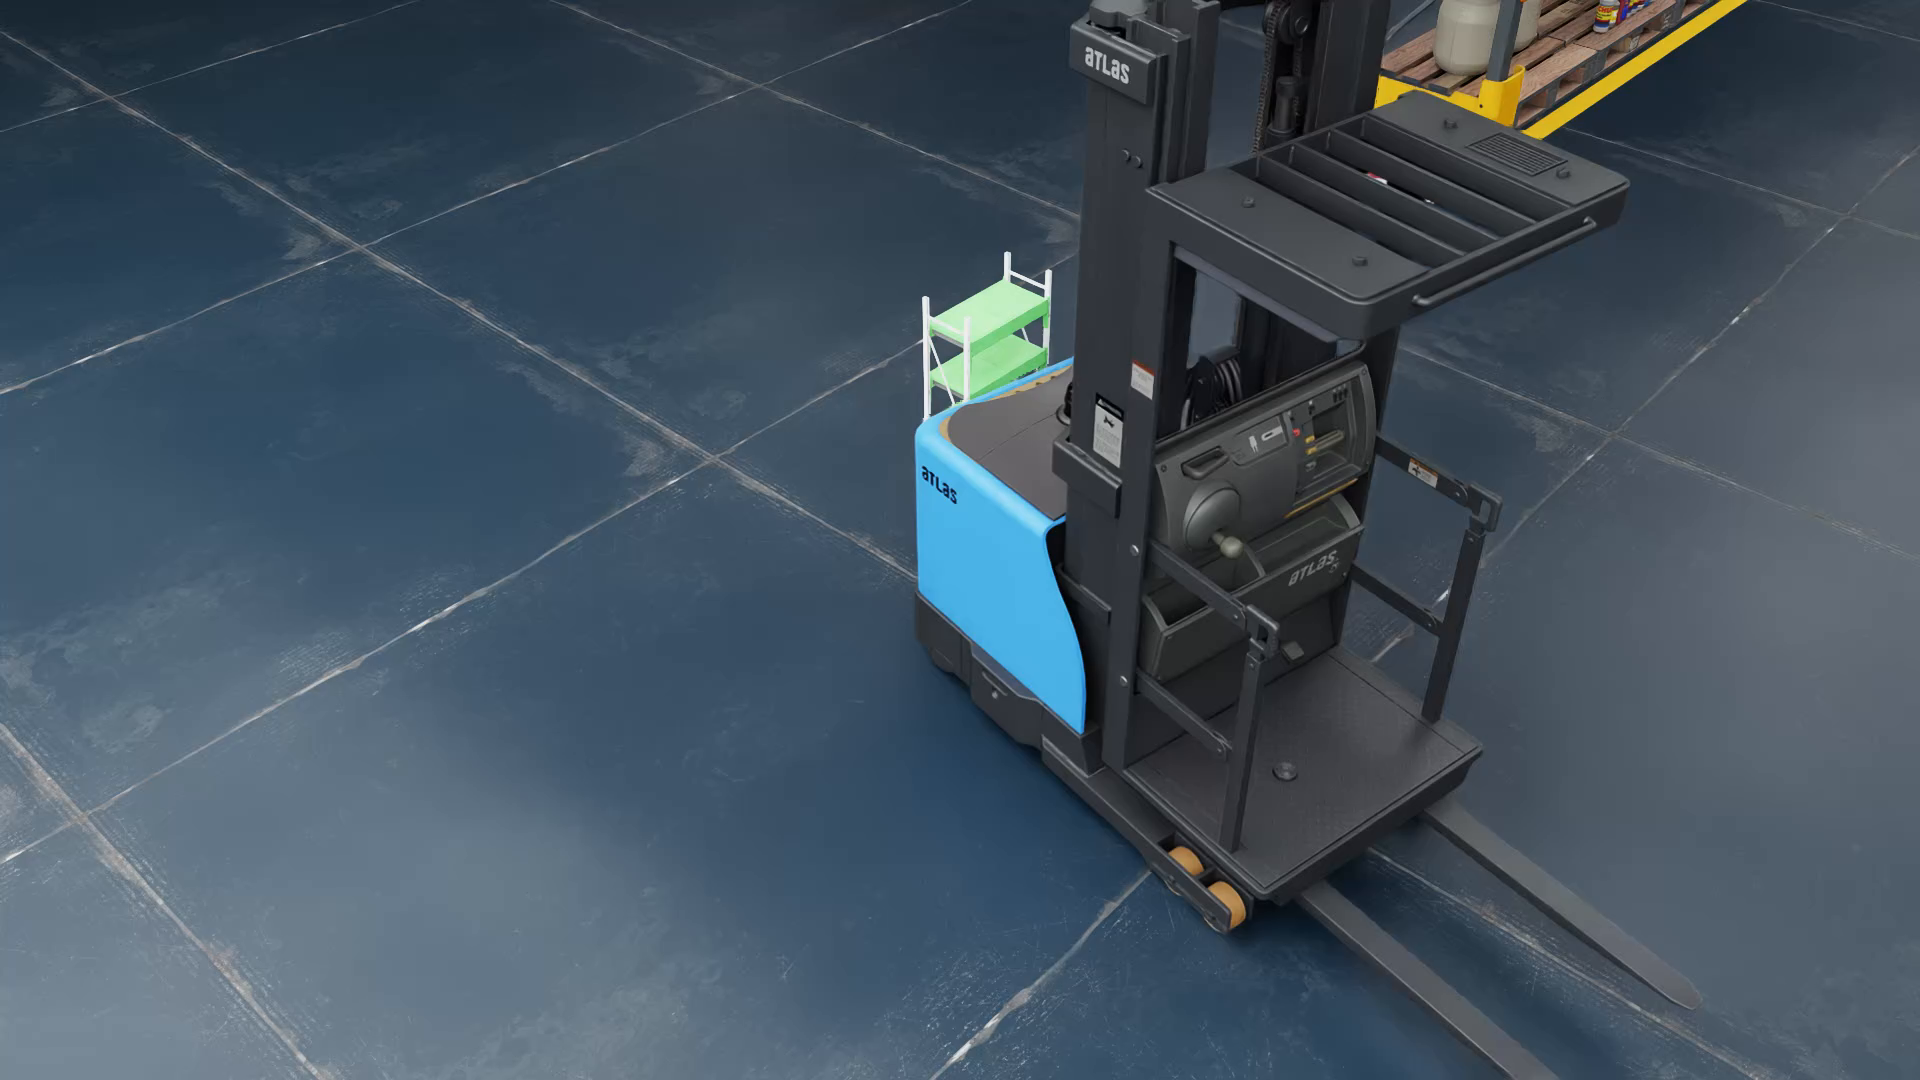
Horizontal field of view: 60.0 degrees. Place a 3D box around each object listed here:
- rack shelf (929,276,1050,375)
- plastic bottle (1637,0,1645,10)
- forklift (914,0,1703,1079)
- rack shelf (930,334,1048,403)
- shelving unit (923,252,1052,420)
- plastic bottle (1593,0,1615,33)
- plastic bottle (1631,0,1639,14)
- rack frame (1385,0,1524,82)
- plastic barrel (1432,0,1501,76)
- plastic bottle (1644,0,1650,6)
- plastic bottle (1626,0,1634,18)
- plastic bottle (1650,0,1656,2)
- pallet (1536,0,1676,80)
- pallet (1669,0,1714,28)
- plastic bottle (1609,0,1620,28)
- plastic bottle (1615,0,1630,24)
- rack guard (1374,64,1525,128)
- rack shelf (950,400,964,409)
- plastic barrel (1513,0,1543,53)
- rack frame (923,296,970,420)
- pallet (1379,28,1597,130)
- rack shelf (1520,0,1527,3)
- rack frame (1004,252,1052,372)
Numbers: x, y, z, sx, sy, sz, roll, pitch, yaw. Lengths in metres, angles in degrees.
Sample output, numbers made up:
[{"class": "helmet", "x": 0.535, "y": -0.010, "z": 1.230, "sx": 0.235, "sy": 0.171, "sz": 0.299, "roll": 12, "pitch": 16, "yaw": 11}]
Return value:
[{"class": "rack shelf", "x": 0.112, "y": -0.871, "z": 6.713, "sx": 0.258, "sy": 0.148, "sz": 0.480, "roll": 30, "pitch": 47, "yaw": 32}, {"class": "plastic bottle", "x": 4.689, "y": -3.772, "z": 11.479, "sx": 0.097, "sy": 0.201, "sz": 0.097, "roll": 0, "pitch": 38, "yaw": 0}, {"class": "forklift", "x": 1.108, "y": -0.182, "z": 5.124, "sx": 1.130, "sy": 2.935, "sz": 3.031, "roll": -25, "pitch": 45, "yaw": -28}, {"class": "rack shelf", "x": 0.112, "y": -0.684, "z": 6.863, "sx": 0.258, "sy": 0.148, "sz": 0.480, "roll": 30, "pitch": 47, "yaw": 32}, {"class": "shelving unit", "x": 0.112, "y": -0.546, "z": 6.972, "sx": 0.258, "sy": 1.200, "sz": 0.503, "roll": 30, "pitch": 47, "yaw": 32}, {"class": "plastic bottle", "x": 4.323, "y": -3.551, "z": 11.144, "sx": 0.097, "sy": 0.271, "sz": 0.097, "roll": 0, "pitch": 38, "yaw": 0}, {"class": "plastic bottle", "x": 4.622, "y": -3.754, "z": 11.400, "sx": 0.097, "sy": 0.271, "sz": 0.097, "roll": 0, "pitch": 38, "yaw": 0}, {"class": "rack frame", "x": 2.870, "y": -3.744, "z": 9.549, "sx": 1.000, "sy": 3.000, "sz": 0.127, "roll": 30, "pitch": 47, "yaw": 32}, {"class": "plastic barrel", "x": 3.258, "y": -3.270, "z": 10.613, "sx": 0.421, "sy": 0.512, "sz": 0.421, "roll": 0, "pitch": 38, "yaw": 0}, {"class": "plastic bottle", "x": 4.759, "y": -3.847, "z": 11.517, "sx": 0.097, "sy": 0.271, "sz": 0.097, "roll": 0, "pitch": 38, "yaw": 0}, {"class": "plastic bottle", "x": 4.554, "y": -3.708, "z": 11.342, "sx": 0.097, "sy": 0.271, "sz": 0.097, "roll": 0, "pitch": 38, "yaw": 0}, {"class": "plastic bottle", "x": 4.827, "y": -3.867, "z": 11.598, "sx": 0.097, "sy": 0.201, "sz": 0.097, "roll": 0, "pitch": 38, "yaw": 0}, {"class": "pallet", "x": 4.262, "y": -3.637, "z": 11.654, "sx": 1.003, "sy": 0.211, "sz": 1.213, "roll": 30, "pitch": 47, "yaw": 32}, {"class": "pallet", "x": 5.085, "y": -4.200, "z": 12.362, "sx": 1.003, "sy": 0.211, "sz": 1.213, "roll": 30, "pitch": 47, "yaw": 32}, {"class": "plastic bottle", "x": 4.393, "y": -3.571, "z": 11.226, "sx": 0.097, "sy": 0.201, "sz": 0.097, "roll": 0, "pitch": 38, "yaw": 0}, {"class": "plastic bottle", "x": 4.489, "y": -3.652, "z": 11.262, "sx": 0.061, "sy": 0.283, "sz": 0.133, "roll": 30, "pitch": 48, "yaw": 33}, {"class": "rack guard", "x": 2.887, "y": -2.821, "z": 10.396, "sx": 1.175, "sy": 0.500, "sz": 0.348, "roll": 30, "pitch": 47, "yaw": 32}, {"class": "rack shelf", "x": 0.112, "y": -0.496, "z": 7.012, "sx": 0.258, "sy": 0.148, "sz": 0.480, "roll": 30, "pitch": 47, "yaw": 32}, {"class": "plastic barrel", "x": 3.596, "y": -3.500, "z": 10.903, "sx": 0.421, "sy": 0.512, "sz": 0.421, "roll": 0, "pitch": 38, "yaw": 0}, {"class": "rack frame", "x": -0.053, "y": -0.434, "z": 6.831, "sx": 0.240, "sy": 1.200, "sz": 0.015, "roll": 30, "pitch": 47, "yaw": 32}, {"class": "pallet", "x": 3.439, "y": -3.079, "z": 10.952, "sx": 1.003, "sy": 0.211, "sz": 1.213, "roll": 30, "pitch": 47, "yaw": 32}, {"class": "rack shelf", "x": 4.219, "y": -4.382, "z": 10.928, "sx": 1.077, "sy": 0.370, "sz": 4.000, "roll": 30, "pitch": 47, "yaw": 32}, {"class": "rack frame", "x": 0.276, "y": -0.658, "z": 7.113, "sx": 0.240, "sy": 1.200, "sz": 0.015, "roll": 30, "pitch": 47, "yaw": 32}]
